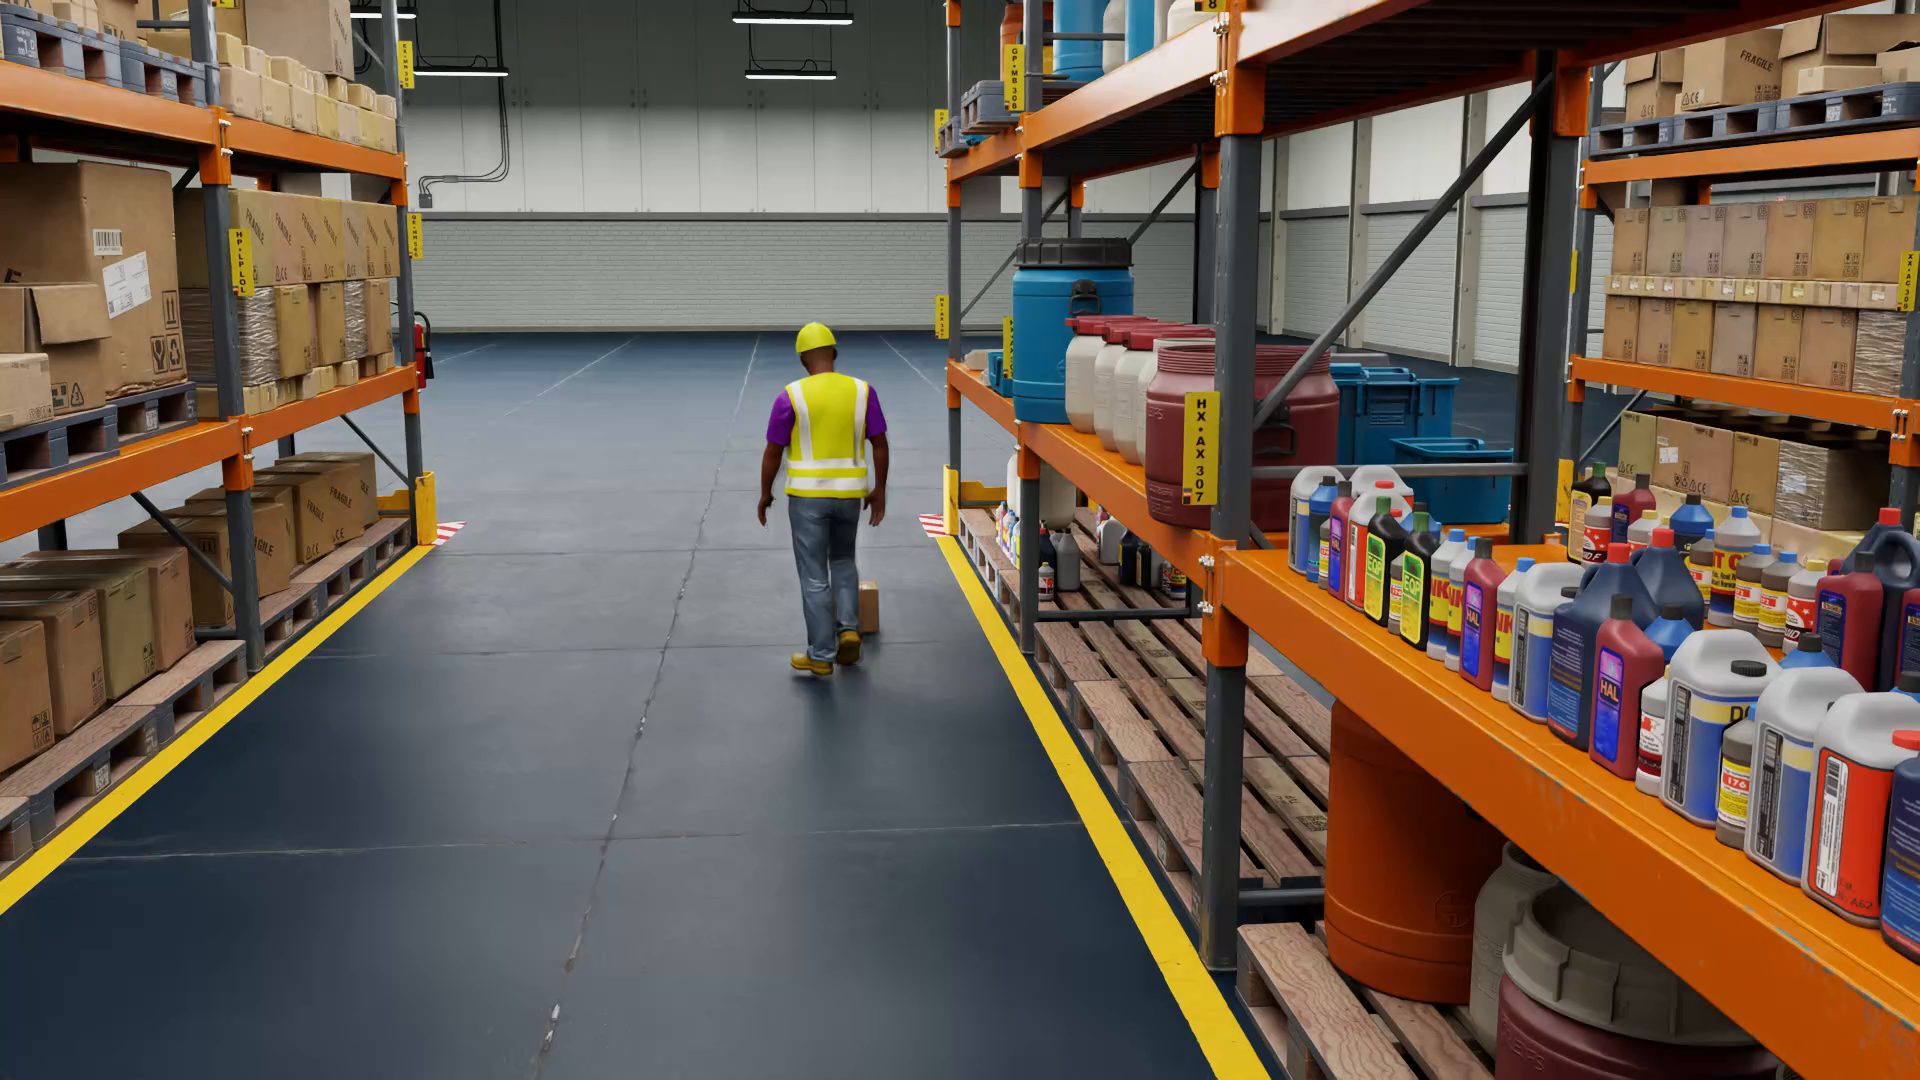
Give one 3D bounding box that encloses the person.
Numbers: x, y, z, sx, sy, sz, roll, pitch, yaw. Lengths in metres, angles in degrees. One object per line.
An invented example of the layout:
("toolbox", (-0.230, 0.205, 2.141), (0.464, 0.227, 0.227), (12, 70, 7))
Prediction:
("person", (-0.688, -0.204, 8.456), (0.619, 1.797, 0.483), (-5, 11, -26))
